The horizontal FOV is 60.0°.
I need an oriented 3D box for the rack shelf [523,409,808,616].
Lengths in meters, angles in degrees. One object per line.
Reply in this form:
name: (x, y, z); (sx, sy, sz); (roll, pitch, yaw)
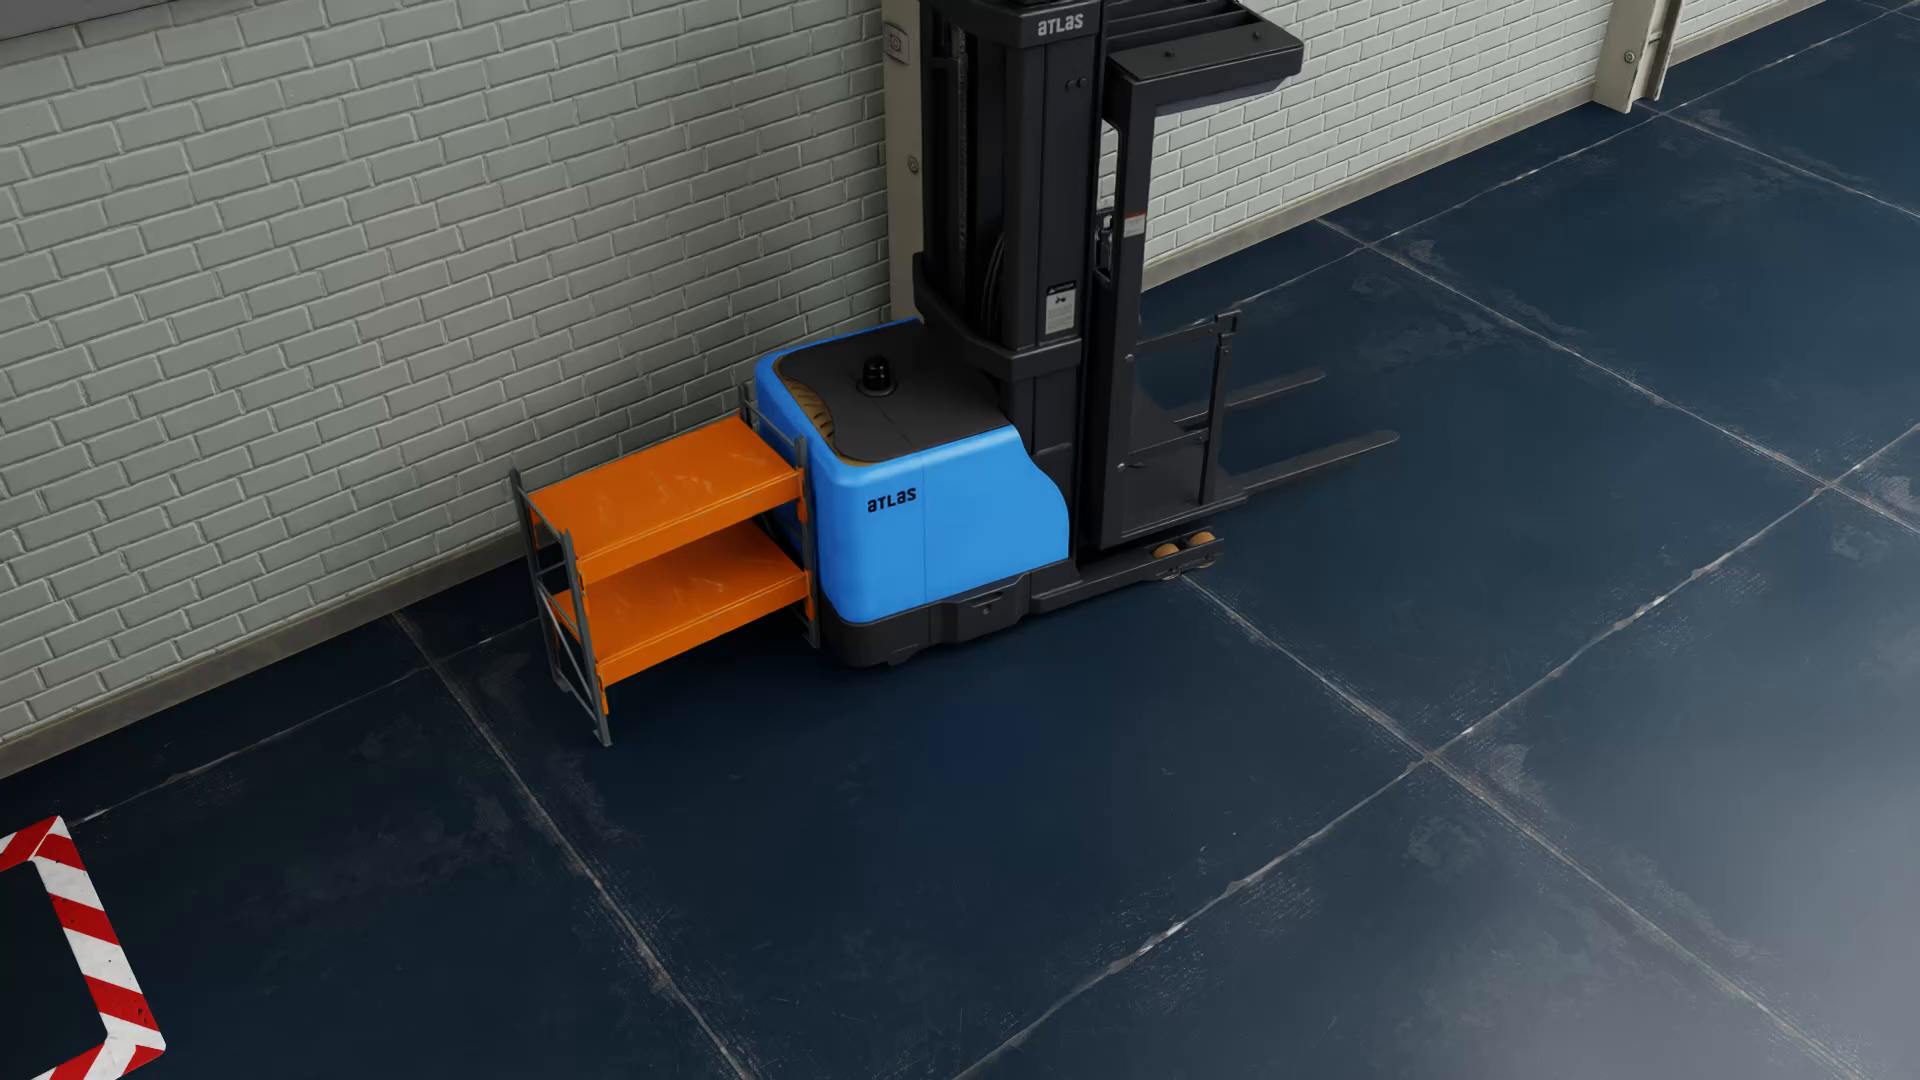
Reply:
rack shelf: (-1.181, -0.129, 6.692); (1.000, 0.278, 0.538); (-24, 45, -27)

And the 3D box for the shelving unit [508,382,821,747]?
shelving unit: (-1.181, 0.097, 6.878); (1.048, 1.125, 0.538); (-24, 45, -27)

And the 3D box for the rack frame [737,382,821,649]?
rack frame: (-0.768, -0.091, 7.107); (0.032, 1.125, 0.500); (-24, 45, -27)

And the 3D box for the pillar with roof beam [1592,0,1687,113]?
pillar with roof beam: (7.274, -4.409, 6.163); (0.400, 9.000, 9.100); (-26, 46, -28)

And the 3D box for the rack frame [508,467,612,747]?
rack frame: (-1.595, 0.285, 6.649); (0.032, 1.125, 0.500); (-24, 45, -27)

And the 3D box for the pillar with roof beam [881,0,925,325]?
pillar with roof beam: (2.517, -2.090, 3.336); (0.400, 9.000, 9.100); (-26, 46, -28)

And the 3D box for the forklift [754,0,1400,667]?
forklift: (0.655, -1.232, 7.075); (3.031, 2.935, 1.130); (-17, 42, -20)

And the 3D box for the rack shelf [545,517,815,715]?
rack shelf: (-1.181, 0.286, 7.033); (1.000, 0.278, 0.538); (-24, 45, -27)
